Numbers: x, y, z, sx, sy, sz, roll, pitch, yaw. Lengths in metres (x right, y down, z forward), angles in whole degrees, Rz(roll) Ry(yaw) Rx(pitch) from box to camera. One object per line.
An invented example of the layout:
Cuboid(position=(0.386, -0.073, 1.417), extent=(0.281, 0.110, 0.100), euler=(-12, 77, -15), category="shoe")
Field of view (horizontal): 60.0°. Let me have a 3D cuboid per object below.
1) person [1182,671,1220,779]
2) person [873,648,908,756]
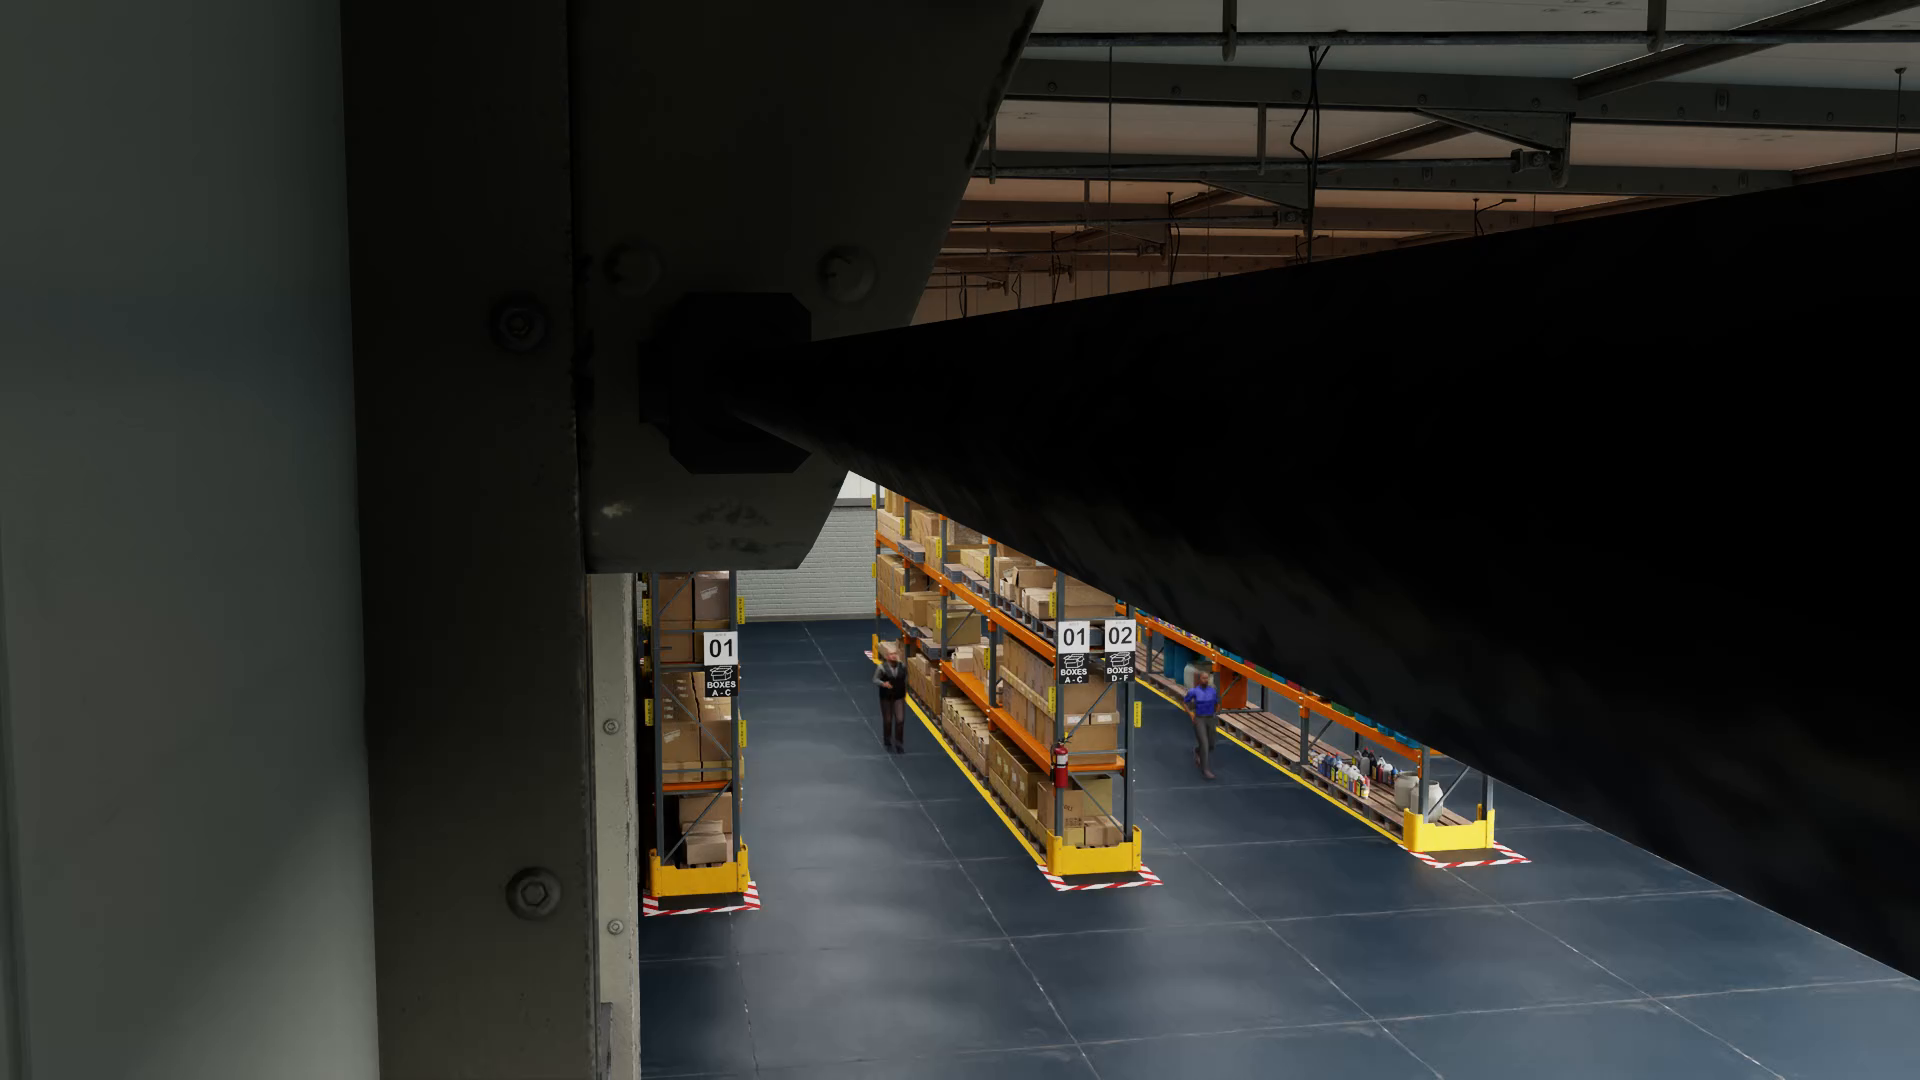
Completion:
Cuboid(position=(3.790, 2.854, 25.988), extent=(0.588, 1.623, 0.815), euler=(-2, 6, -18), category="person")
Cuboid(position=(-1.136, 2.664, 27.518), extent=(0.637, 1.783, 0.779), euler=(-1, 6, -10), category="person")
